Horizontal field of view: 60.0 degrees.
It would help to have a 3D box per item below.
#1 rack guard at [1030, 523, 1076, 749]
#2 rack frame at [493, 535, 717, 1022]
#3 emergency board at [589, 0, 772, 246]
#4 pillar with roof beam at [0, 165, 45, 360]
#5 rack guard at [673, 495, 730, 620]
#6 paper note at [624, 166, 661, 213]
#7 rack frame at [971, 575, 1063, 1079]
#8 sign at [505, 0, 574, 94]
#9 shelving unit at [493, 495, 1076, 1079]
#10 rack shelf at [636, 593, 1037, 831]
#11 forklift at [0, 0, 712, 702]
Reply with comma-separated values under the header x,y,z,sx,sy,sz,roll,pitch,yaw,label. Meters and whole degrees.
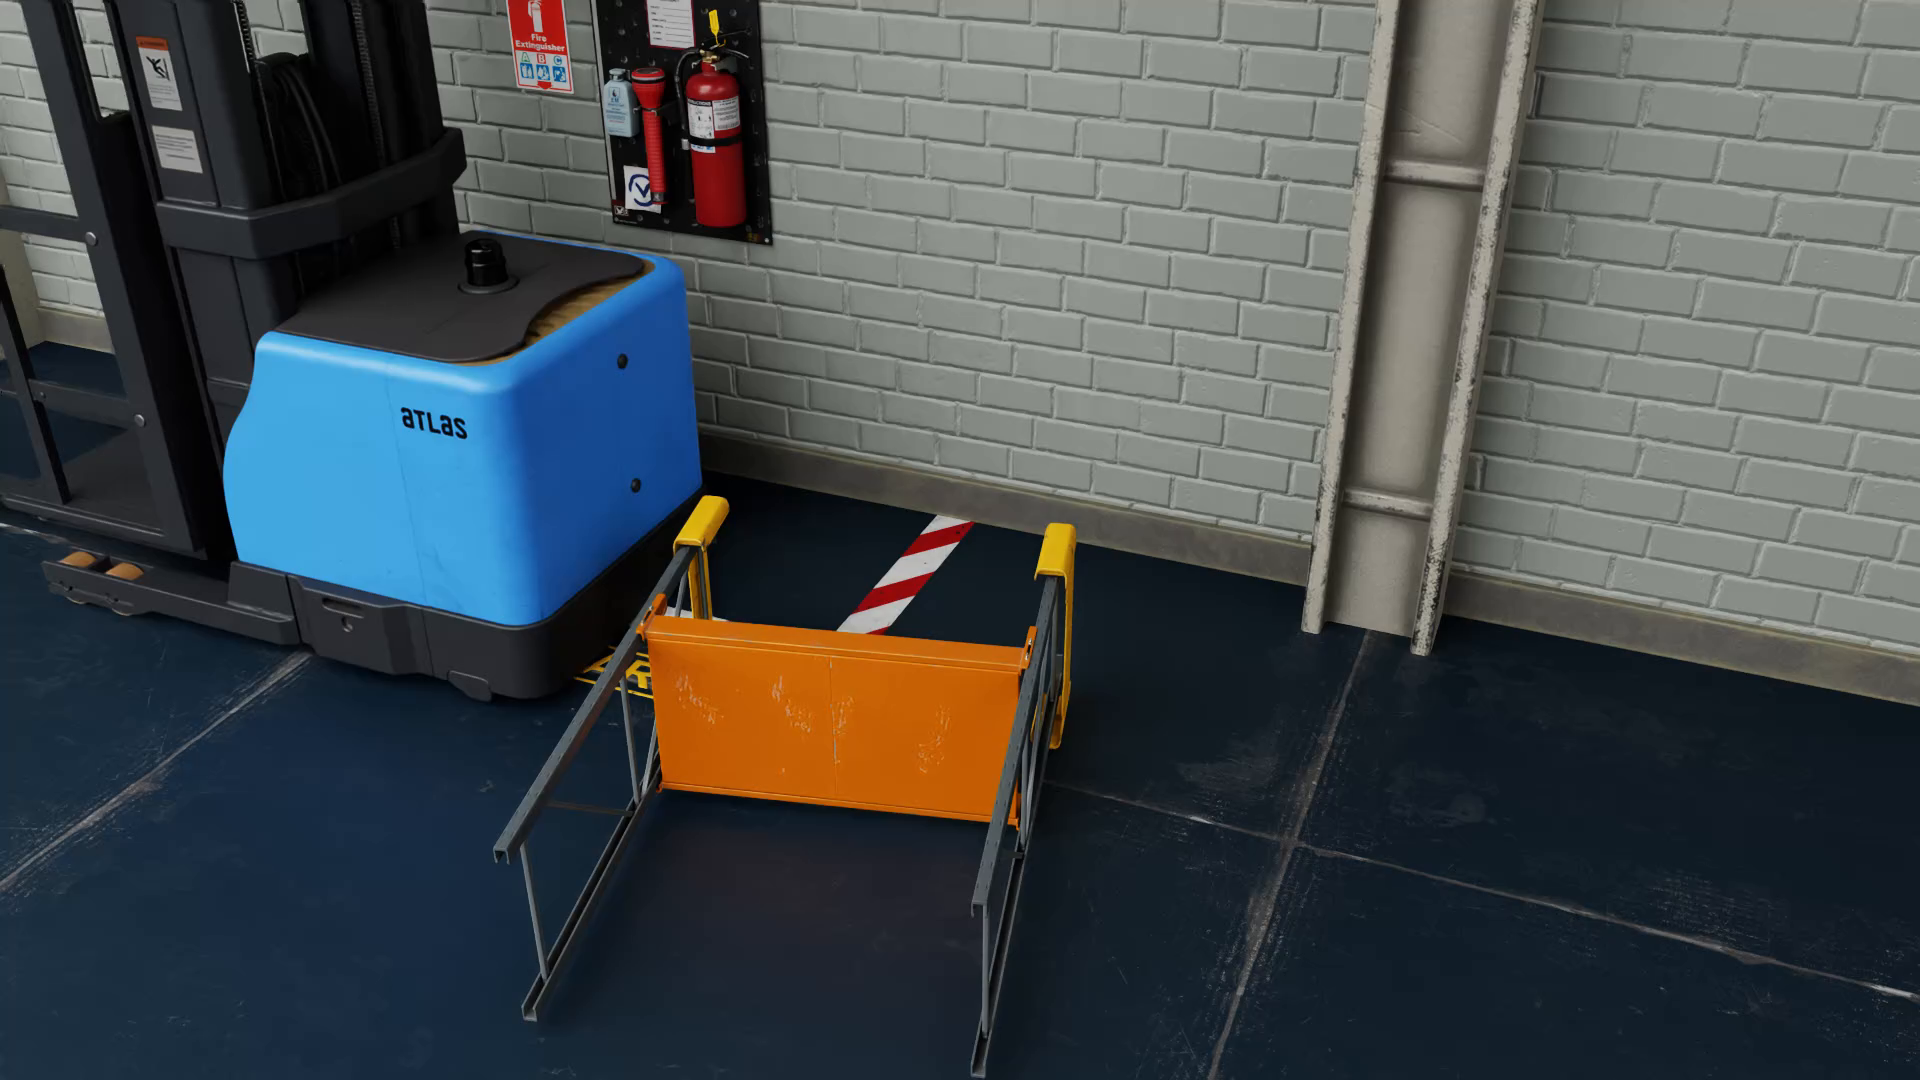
x,y,z,sx,sy,sz,roll,pitch,yaw,label
0.261,0.270,4.644,0.087,0.587,0.250,5,30,8,rack guard
-0.843,0.495,4.252,0.032,0.500,1.500,5,30,8,rack frame
-0.958,-1.529,5.406,0.643,1.169,0.194,11,31,19,emergency board
-5.861,-2.813,1.581,0.400,9.000,9.100,11,31,19,pillar with roof beam
-0.722,0.191,4.784,0.087,0.587,0.250,5,30,8,rack guard
-1.097,-1.209,5.736,0.142,0.148,0.016,11,31,19,paper note
0.161,0.576,4.108,0.032,0.500,1.500,5,30,8,rack frame
-1.432,-1.693,5.661,0.234,0.329,0.001,11,31,19,sign
-0.332,0.537,4.179,1.083,0.587,1.500,5,30,8,shelving unit
-0.312,0.448,4.334,1.000,0.538,0.185,5,30,8,rack shelf
-2.396,-1.260,5.000,3.031,2.935,1.130,11,31,19,forklift
